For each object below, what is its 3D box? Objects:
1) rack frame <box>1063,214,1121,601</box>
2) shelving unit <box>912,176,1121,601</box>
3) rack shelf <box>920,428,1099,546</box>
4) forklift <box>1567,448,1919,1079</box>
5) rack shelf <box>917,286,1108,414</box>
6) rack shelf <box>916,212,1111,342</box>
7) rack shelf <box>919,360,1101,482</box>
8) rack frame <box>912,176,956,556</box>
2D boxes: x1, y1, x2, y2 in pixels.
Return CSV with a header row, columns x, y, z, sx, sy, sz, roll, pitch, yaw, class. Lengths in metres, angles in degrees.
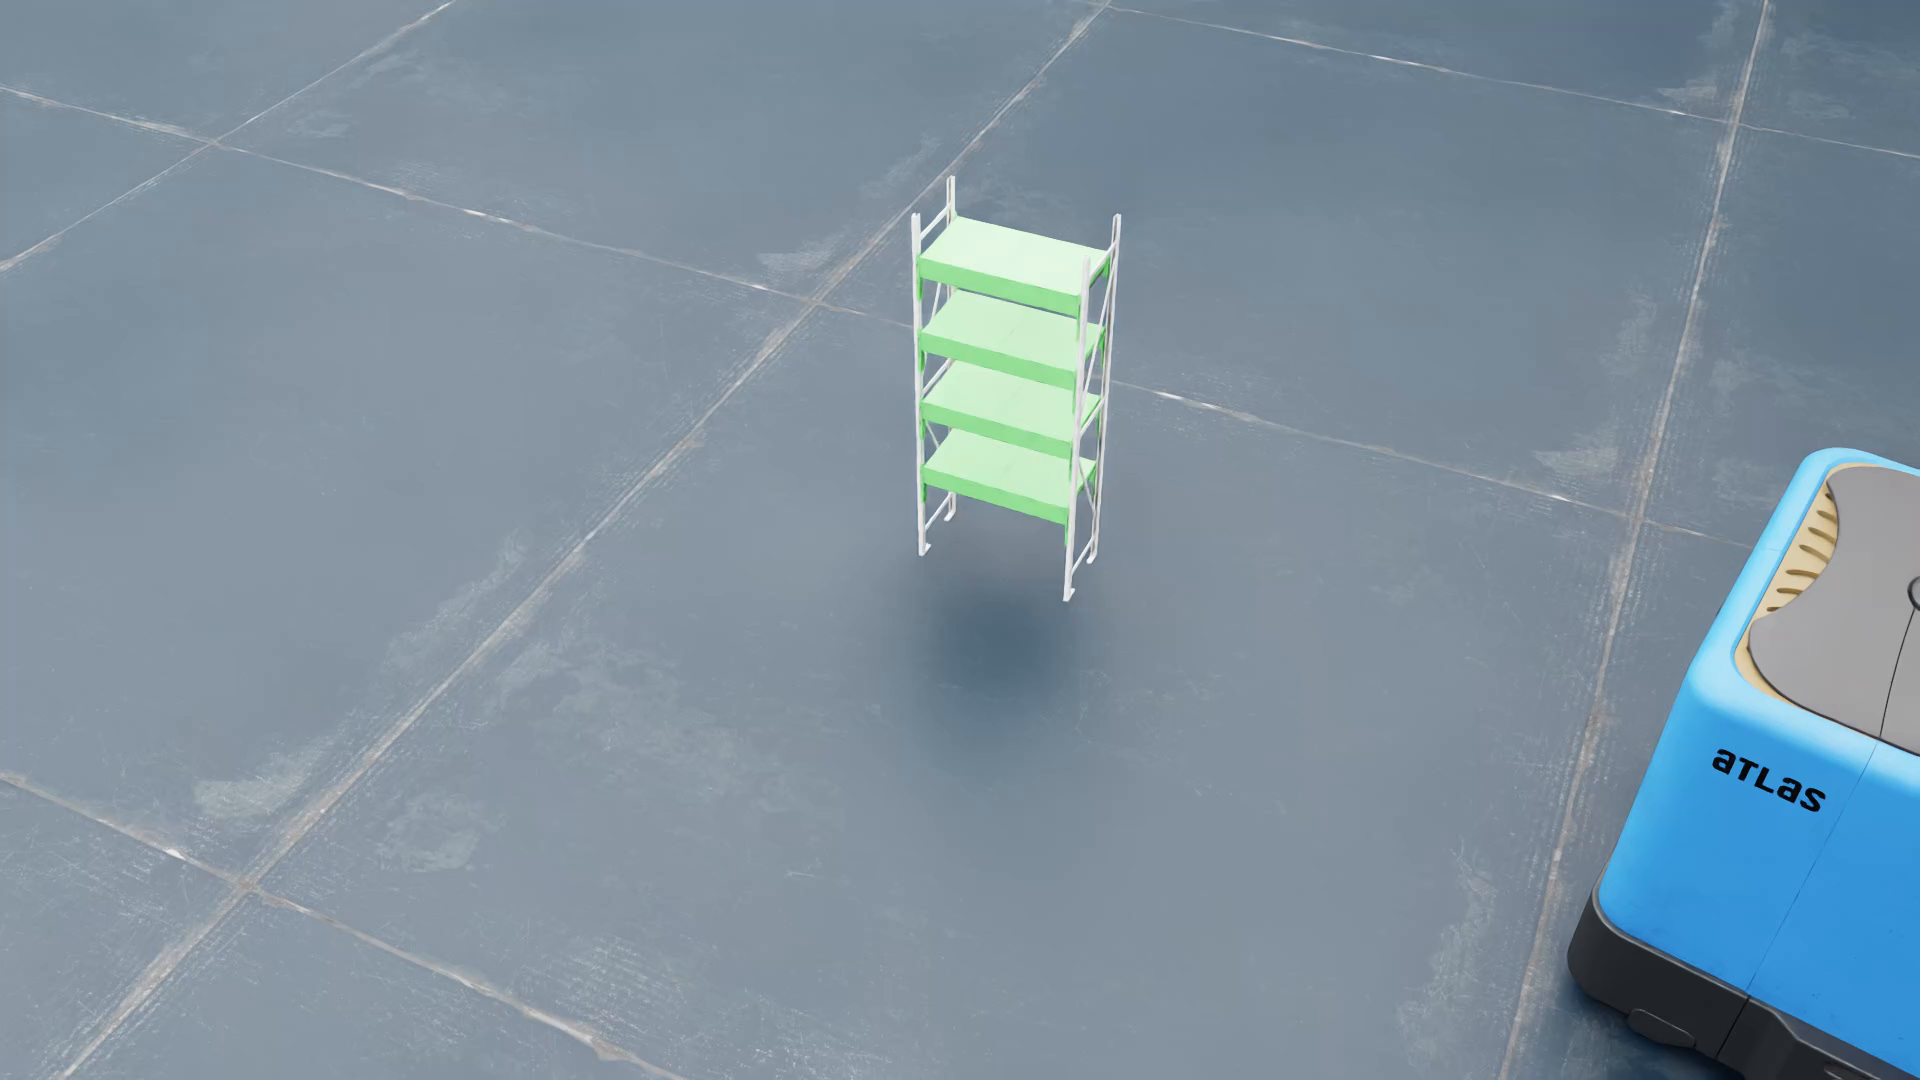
x,y,z,sx,sy,sz,roll,pitch,yaw,class
0.371,-0.340,4.726,0.015,1.200,0.240,17,44,19,rack frame
0.150,-0.408,4.804,0.503,1.200,0.258,17,44,19,shelving unit
0.150,-0.178,5.003,0.480,0.148,0.258,17,44,19,rack shelf
2.943,0.285,2.684,3.031,2.935,1.130,25,47,26,forklift
0.150,-0.541,4.689,0.480,0.148,0.258,17,44,19,rack shelf
0.150,-0.722,4.532,0.480,0.148,0.258,17,44,19,rack shelf
0.150,-0.359,4.846,0.480,0.148,0.258,17,44,19,rack shelf
-0.071,-0.475,4.882,0.015,1.200,0.240,17,44,19,rack frame
